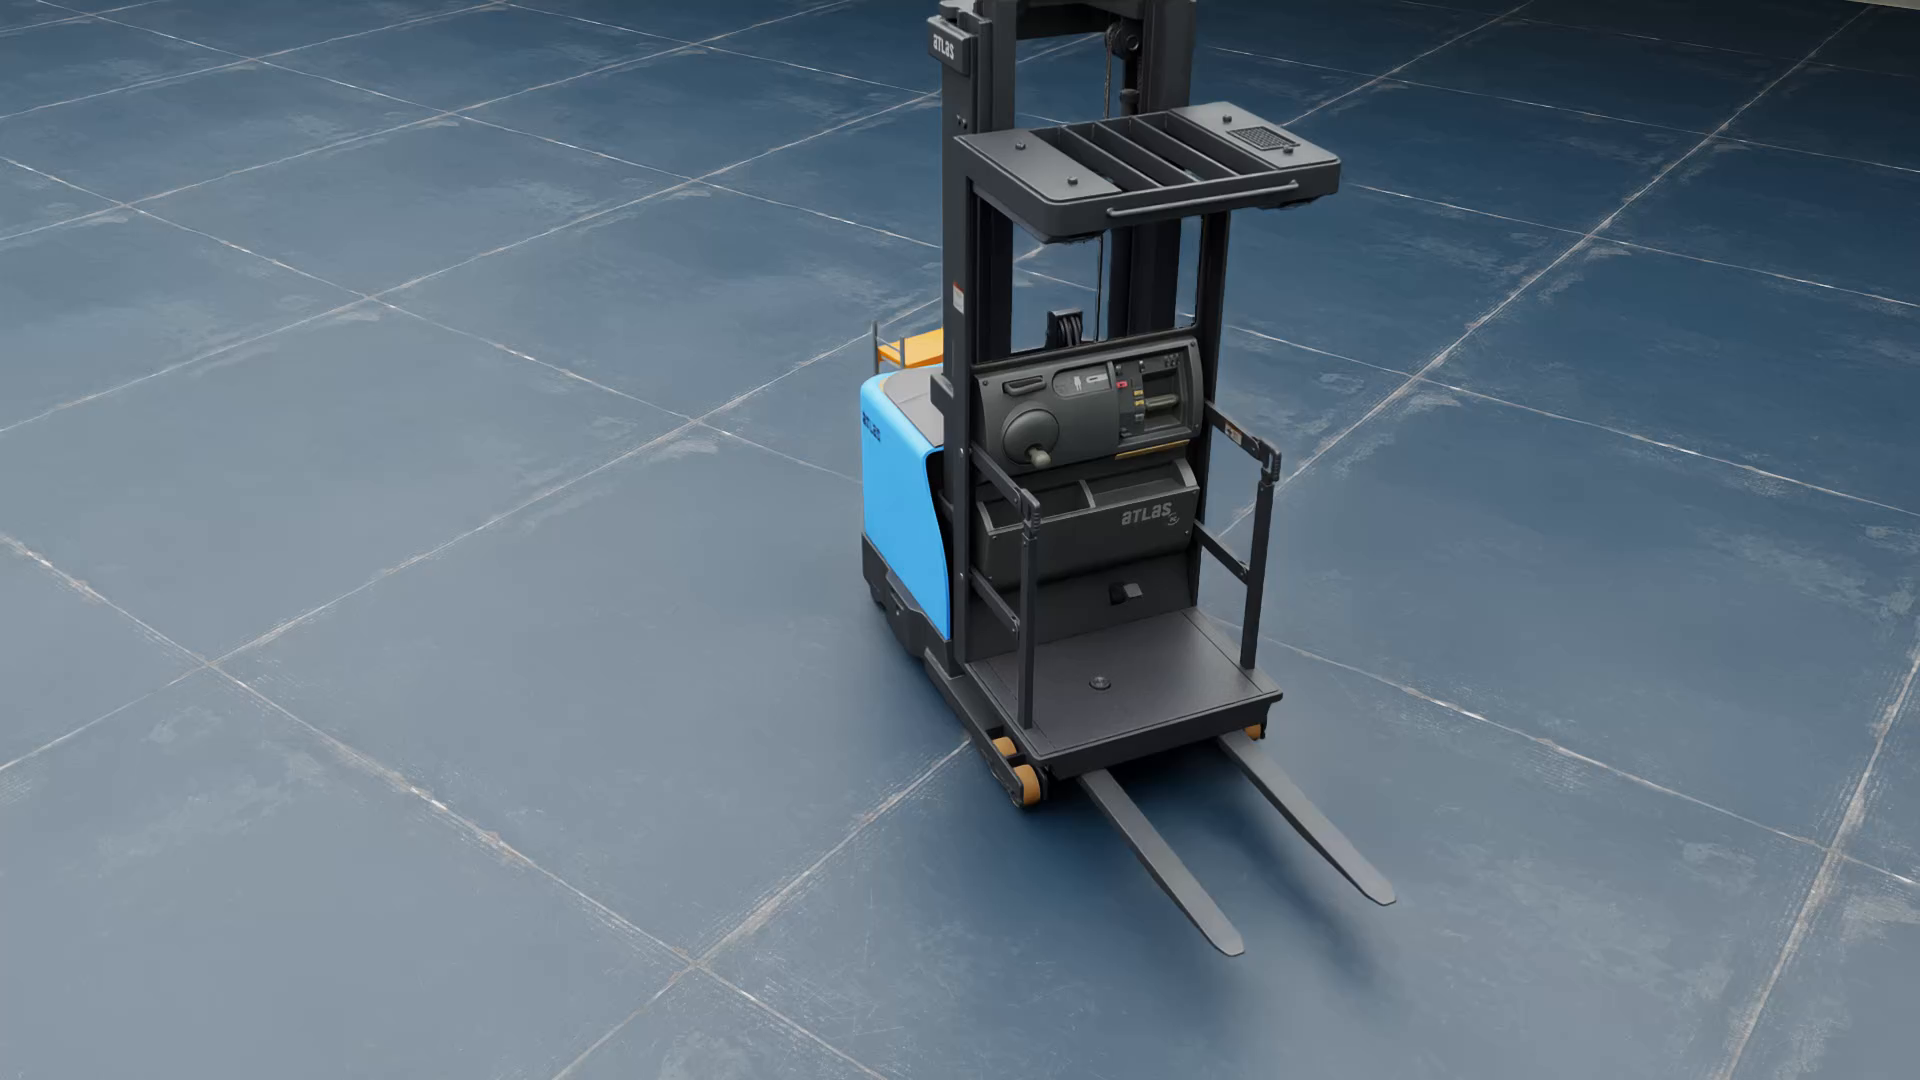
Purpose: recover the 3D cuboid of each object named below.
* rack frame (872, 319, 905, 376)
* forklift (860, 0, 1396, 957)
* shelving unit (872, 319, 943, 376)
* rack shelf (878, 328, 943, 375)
[{"bbox_3d":[-0.324,-0.441,7.817,0.015,1.200,0.240,-21,36,-31],"label":"rack frame"},{"bbox_3d":[0.594,-0.468,6.165,1.130,2.935,3.031,-13,33,-20],"label":"forklift"},{"bbox_3d":[-0.129,-0.515,7.942,0.503,1.200,0.258,-21,36,-31],"label":"shelving unit"},{"bbox_3d":[-0.129,-0.853,7.742,0.480,0.148,0.258,-21,36,-31],"label":"rack shelf"}]
